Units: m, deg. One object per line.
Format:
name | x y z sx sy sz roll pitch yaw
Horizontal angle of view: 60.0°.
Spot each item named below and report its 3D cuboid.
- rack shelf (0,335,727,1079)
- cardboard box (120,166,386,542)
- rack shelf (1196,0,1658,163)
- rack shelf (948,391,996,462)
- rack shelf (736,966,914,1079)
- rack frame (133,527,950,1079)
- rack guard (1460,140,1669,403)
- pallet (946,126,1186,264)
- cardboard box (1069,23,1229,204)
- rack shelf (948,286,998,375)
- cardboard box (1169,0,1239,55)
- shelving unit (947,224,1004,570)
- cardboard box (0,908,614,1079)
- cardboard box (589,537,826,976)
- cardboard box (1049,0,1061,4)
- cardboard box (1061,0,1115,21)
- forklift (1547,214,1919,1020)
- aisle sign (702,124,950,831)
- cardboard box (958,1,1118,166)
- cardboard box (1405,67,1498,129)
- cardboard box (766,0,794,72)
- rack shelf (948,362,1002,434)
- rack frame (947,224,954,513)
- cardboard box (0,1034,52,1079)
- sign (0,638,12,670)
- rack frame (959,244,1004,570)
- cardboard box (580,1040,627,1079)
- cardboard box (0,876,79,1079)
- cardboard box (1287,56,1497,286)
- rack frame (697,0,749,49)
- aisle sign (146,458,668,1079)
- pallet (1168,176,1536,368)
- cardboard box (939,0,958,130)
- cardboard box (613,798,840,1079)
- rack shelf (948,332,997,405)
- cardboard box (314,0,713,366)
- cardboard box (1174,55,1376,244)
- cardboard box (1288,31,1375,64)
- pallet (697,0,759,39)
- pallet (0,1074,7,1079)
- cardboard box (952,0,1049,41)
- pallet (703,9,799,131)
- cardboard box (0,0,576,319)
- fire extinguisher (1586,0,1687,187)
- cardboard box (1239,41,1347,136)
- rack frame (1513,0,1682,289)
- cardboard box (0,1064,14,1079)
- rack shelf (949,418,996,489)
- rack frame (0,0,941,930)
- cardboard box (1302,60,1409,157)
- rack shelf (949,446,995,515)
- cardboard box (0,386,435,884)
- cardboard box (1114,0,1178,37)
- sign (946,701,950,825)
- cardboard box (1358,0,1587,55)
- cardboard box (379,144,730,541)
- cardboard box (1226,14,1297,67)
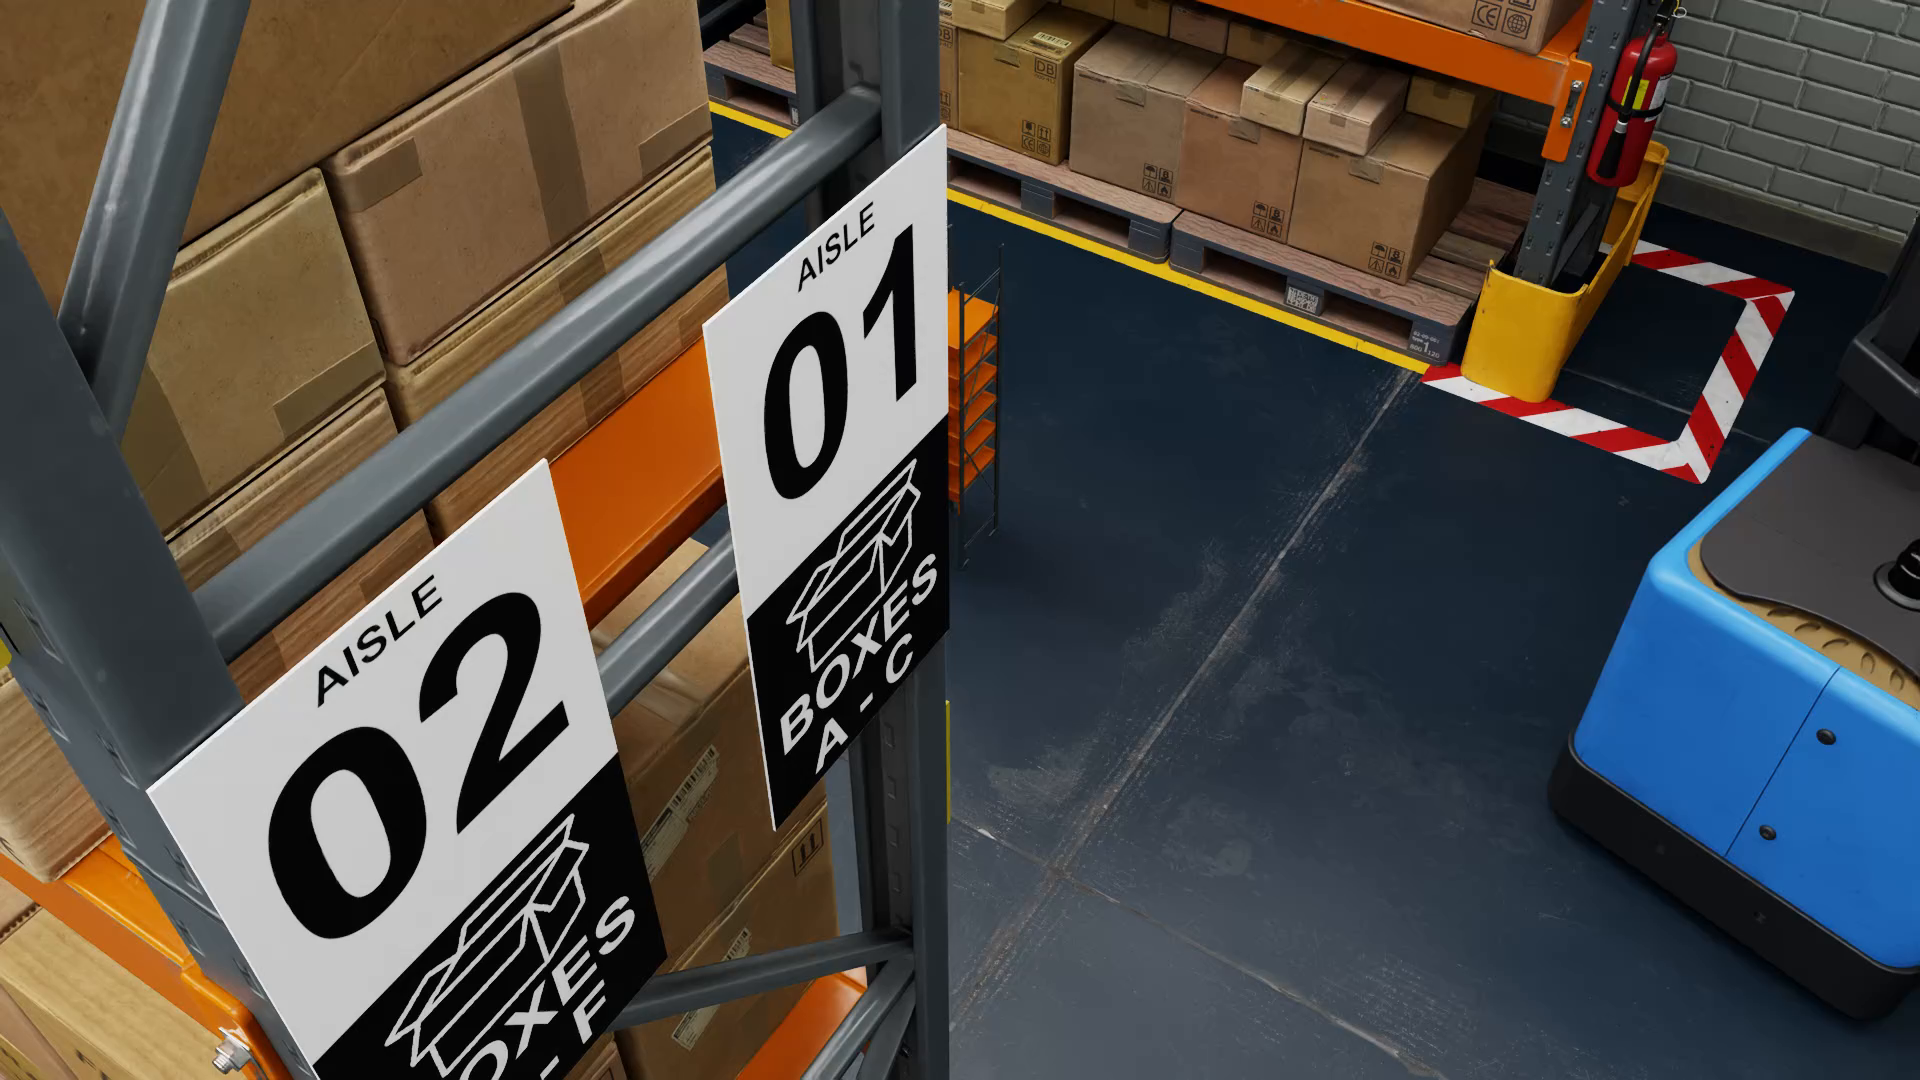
rack shelf | -2.021 -0.547 2.600 4.000 0.370 1.077 25 51 22
cardboard box | -0.908 -0.191 1.508 0.500 0.250 0.500 25 51 22
rack shelf | 0.650 -2.494 6.584 4.000 0.370 1.077 25 51 22
rack shelf | -0.012 -0.393 5.357 0.180 0.103 0.258 25 51 22
rack shelf | -2.021 0.498 3.676 4.000 0.370 1.077 25 51 22
rack frame | -0.338 1.022 2.666 0.127 3.000 1.000 25 51 22
rack guard | 2.353 -1.090 6.460 0.348 0.500 1.175 25 51 22
pallet | 0.595 -1.734 7.288 1.213 0.211 1.003 25 51 22
cardboard box | 0.845 -1.844 6.901 0.500 0.500 0.700 23 50 21
rack shelf | -0.012 -0.644 5.099 0.180 0.103 0.258 25 51 22
cardboard box | 1.051 -2.145 6.741 0.250 0.149 0.380 25 51 23
shelving unit | -0.012 -0.424 5.325 0.189 1.200 0.258 25 51 22
cardboard box | -0.861 0.632 2.277 0.500 0.500 0.500 24 51 22
cardboard box | -0.569 0.307 2.593 0.500 0.500 0.500 26 51 23
cardboard box | 0.404 -2.442 7.029 0.250 0.149 0.380 25 51 22
cardboard box | 0.622 -2.343 6.933 0.250 0.149 0.380 24 50 21
forklift | 3.156 -0.683 4.370 3.031 2.935 1.130 -34 55 -28
aisle sign | -0.122 -0.035 1.880 0.004 0.787 0.394 25 51 22
cardboard box | 0.392 -2.046 7.097 0.500 0.500 0.700 26 51 23
cardboard box | 1.903 -1.755 6.361 0.250 0.149 0.380 25 51 22
cardboard box | -0.460 -2.443 7.482 0.500 0.500 0.700 25 51 23
rack shelf | -0.012 -0.476 5.271 0.180 0.103 0.258 25 51 22
rack frame | -0.089 -0.459 5.360 0.006 1.200 0.240 25 51 22
cardboard box | -1.300 0.779 2.832 0.500 0.500 0.500 25 51 22
sign | -0.654 -0.005 0.954 0.005 0.325 0.100 25 51 22
rack frame | 0.065 -0.388 5.291 0.006 1.200 0.240 25 51 22
cardboard box | -0.862 0.978 2.639 0.500 0.500 0.500 26 51 23
cardboard box | -1.287 0.437 2.467 0.500 0.500 0.500 26 51 23
cardboard box | 1.690 -1.456 6.524 0.500 0.500 0.700 25 51 22
rack frame | -1.034 -3.519 7.078 0.127 3.000 1.000 25 51 22
aisle sign | -0.446 0.327 1.528 0.004 0.787 0.394 25 51 22
pallet | 1.618 -1.261 6.828 1.213 0.211 1.003 25 51 22
cardboard box | -0.039 -2.246 7.291 0.500 0.500 0.700 24 51 22
cardboard box | -0.569 0.656 2.952 0.500 0.500 0.500 26 51 23
rack shelf | -0.012 -0.560 5.185 0.180 0.103 0.258 25 51 22
cardboard box | -0.630 -0.502 1.810 0.500 0.250 0.500 25 51 22
cardboard box | 1.269 -1.650 6.712 0.500 0.500 0.700 25 51 22
cardboard box | 1.476 -1.950 6.551 0.250 0.149 0.380 25 51 22
pallet | -1.724 -2.800 8.324 1.213 0.211 1.003 25 51 22
pallet | -2.096 1.183 4.453 1.213 0.211 1.003 25 51 22
cardboard box | 0.170 -2.224 6.818 0.250 0.149 0.380 23 50 21
pallet | -0.436 -2.206 7.746 1.213 0.211 1.003 25 51 22
cardboard box | -0.779 -0.596 1.379 0.500 0.500 0.700 25 51 22
fire extinguisher | 2.211 -1.476 5.407 0.183 0.674 0.296 25 51 22
cardboard box | 1.268 -1.720 6.328 0.250 0.149 0.380 26 51 23
rack frame | 2.333 -1.970 5.573 0.127 3.000 1.000 25 51 22
cardboard box | -1.718 0.582 3.023 0.500 0.500 0.500 25 51 22
rack shelf | -0.012 -0.309 5.443 0.180 0.103 0.258 25 51 22
rack frame | -0.338 -1.069 0.514 0.127 3.000 1.000 25 51 22
cardboard box | 1.484 -1.622 6.232 0.250 0.149 0.380 24 51 22
rack shelf | -0.012 -0.226 5.529 0.180 0.103 0.258 25 51 22
cardboard box | -0.913 -0.011 1.682 0.500 0.250 0.500 25 51 22
cardboard box | 0.835 -2.244 6.837 0.250 0.149 0.380 25 51 22
sign | -0.045 0.392 2.674 0.005 0.325 0.100 25 51 22
cardboard box | 1.899 -2.266 5.651 0.700 0.700 0.980 27 52 24
cardboard box | -0.633 -0.324 1.986 0.500 0.250 0.500 25 51 22
cardboard box | 1.266 -2.047 6.646 0.250 0.149 0.380 25 51 22
